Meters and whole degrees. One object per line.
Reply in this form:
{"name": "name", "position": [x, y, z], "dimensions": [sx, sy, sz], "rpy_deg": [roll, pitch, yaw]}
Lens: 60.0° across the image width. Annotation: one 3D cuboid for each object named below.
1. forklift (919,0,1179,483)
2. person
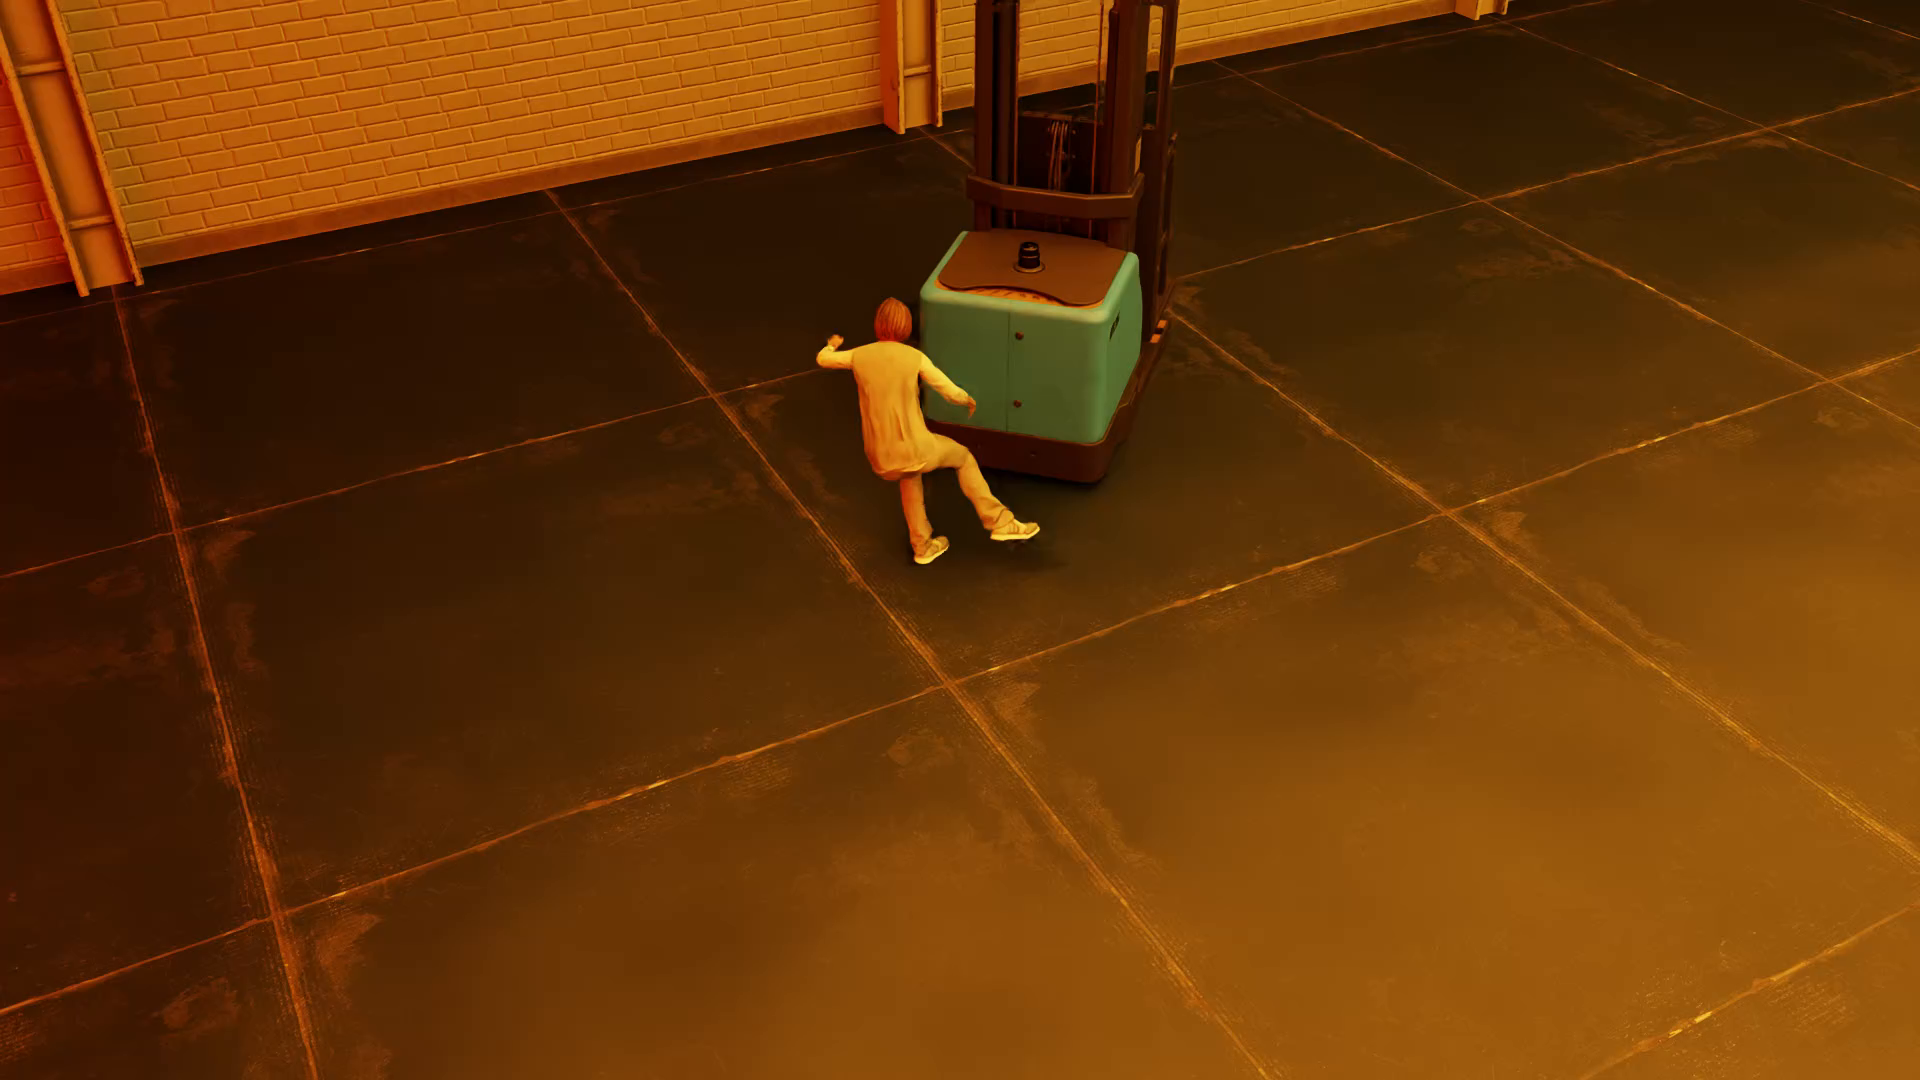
{"name": "forklift", "position": [0.687, -2.355, 9.455], "dimensions": [1.130, 2.935, 3.031], "rpy_deg": [10, 36, 14]}
{"name": "person", "position": [-0.150, -0.585, 8.335], "dimensions": [1.127, 1.366, 0.827], "rpy_deg": [1, 35, 2]}
